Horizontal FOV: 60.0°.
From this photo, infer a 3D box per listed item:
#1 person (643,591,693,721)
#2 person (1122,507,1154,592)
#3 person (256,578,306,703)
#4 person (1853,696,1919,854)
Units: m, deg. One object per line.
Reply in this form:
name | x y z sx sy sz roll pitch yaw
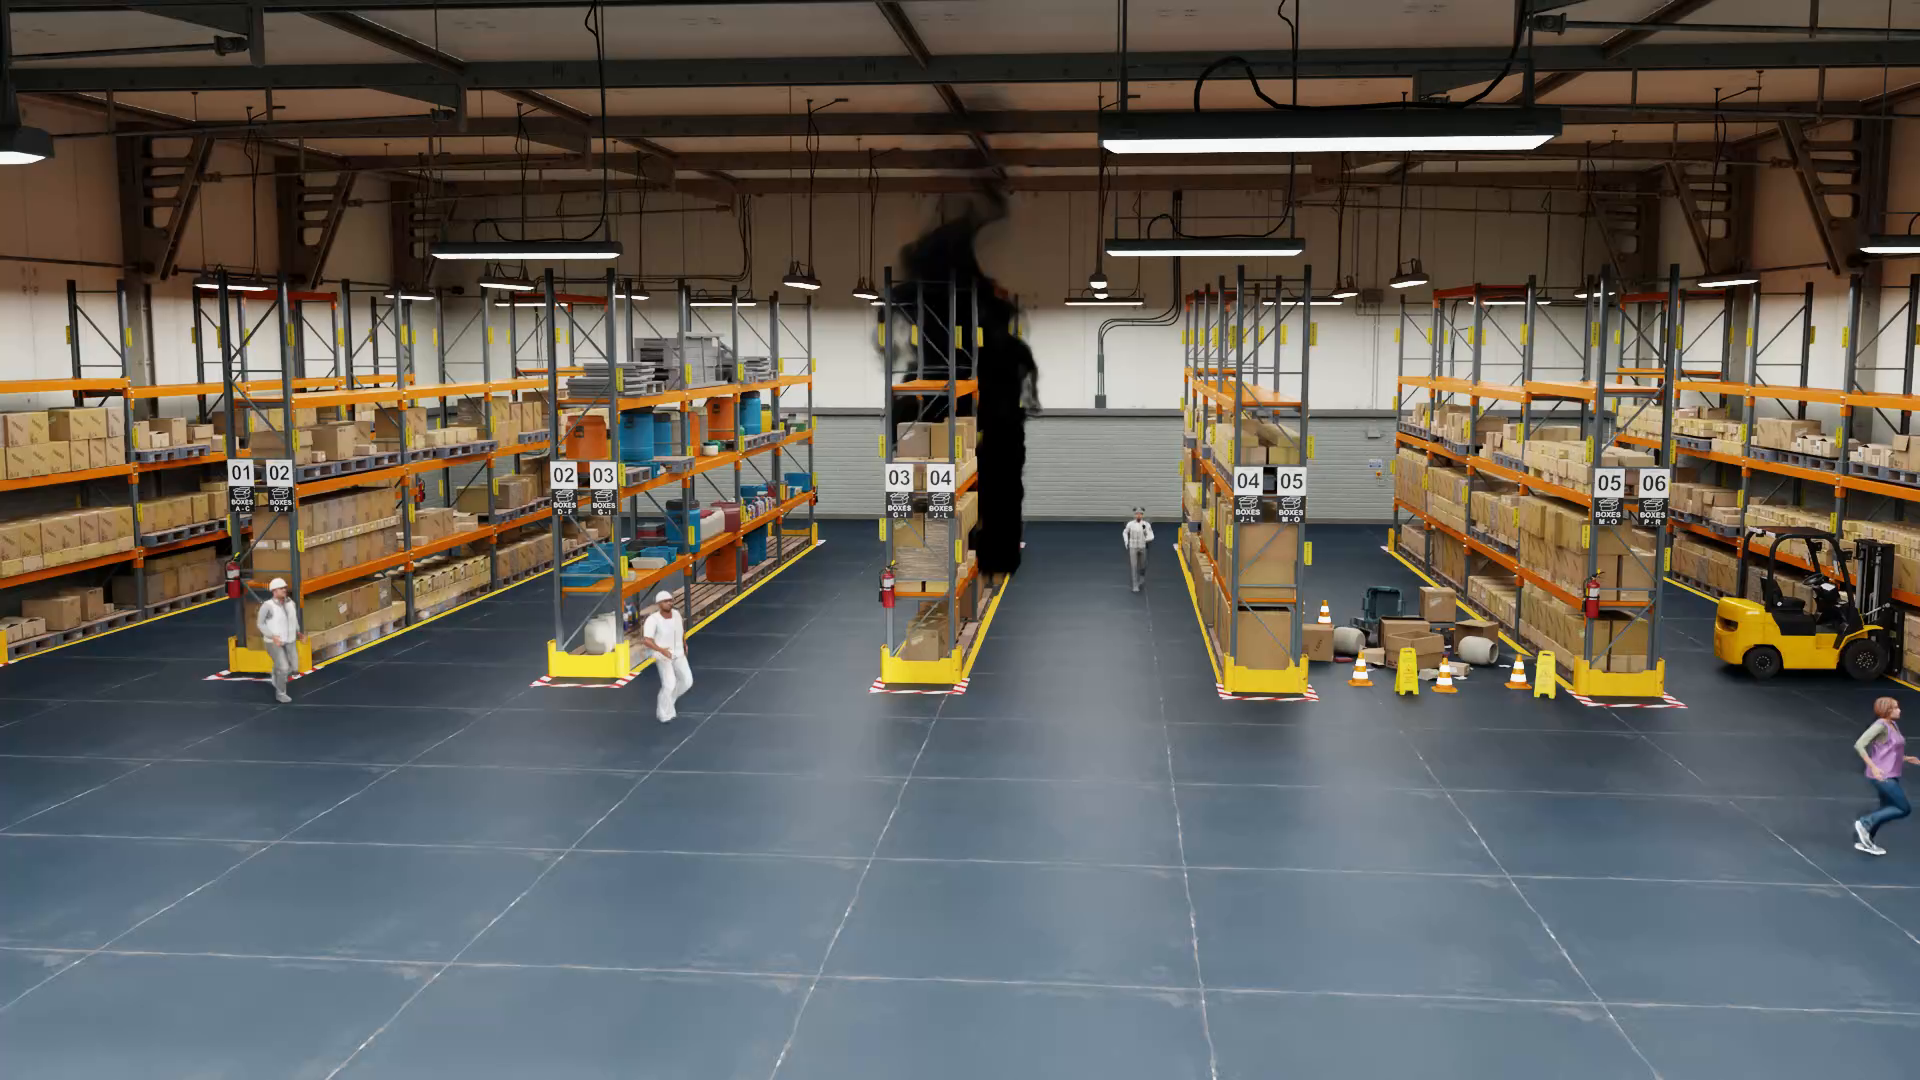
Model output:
person | -3.778 1.515 21.697 0.566 1.721 0.711 6 9 43
person | 3.534 0.163 33.027 0.626 1.665 0.813 1 7 6
person | -9.427 1.374 22.982 0.619 1.721 0.644 4 8 30
person | 8.957 2.286 16.040 0.549 1.559 0.522 6 9 42
